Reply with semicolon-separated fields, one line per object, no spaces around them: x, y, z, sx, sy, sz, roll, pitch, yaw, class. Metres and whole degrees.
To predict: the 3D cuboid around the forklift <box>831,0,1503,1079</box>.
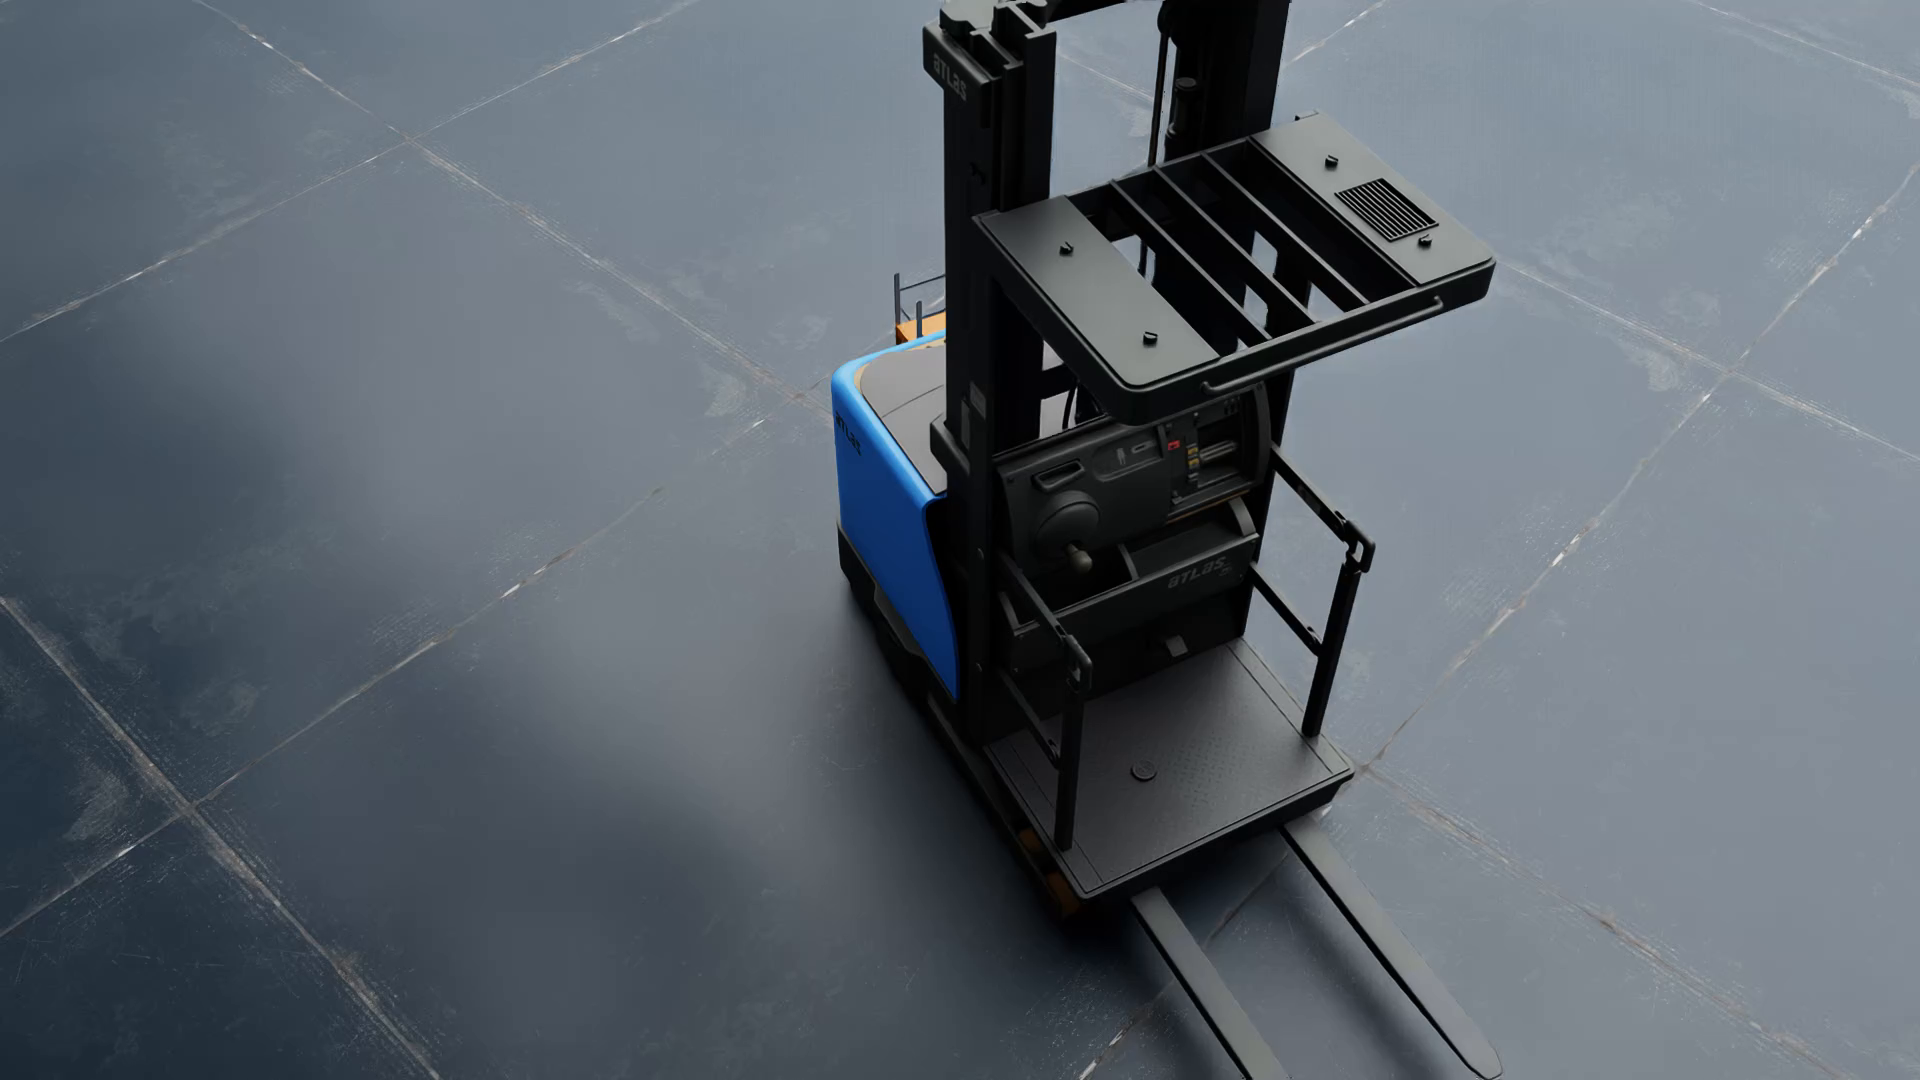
0.649;-0.101;4.943;1.130;2.935;3.031;-21;50;-19;forklift

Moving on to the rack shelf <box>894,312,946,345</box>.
-0.095;-0.768;6.323;0.258;0.103;0.180;-21;50;-19;rack shelf

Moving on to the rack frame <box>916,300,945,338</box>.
-0.052;-0.493;6.498;0.240;1.200;0.006;-21;50;-19;rack frame

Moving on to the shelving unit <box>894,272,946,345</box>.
-0.095;-0.552;6.553;0.258;1.200;0.189;-21;50;-19;shelving unit

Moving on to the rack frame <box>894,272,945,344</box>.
-0.137;-0.611;6.609;0.240;1.200;0.006;-21;50;-19;rack frame
